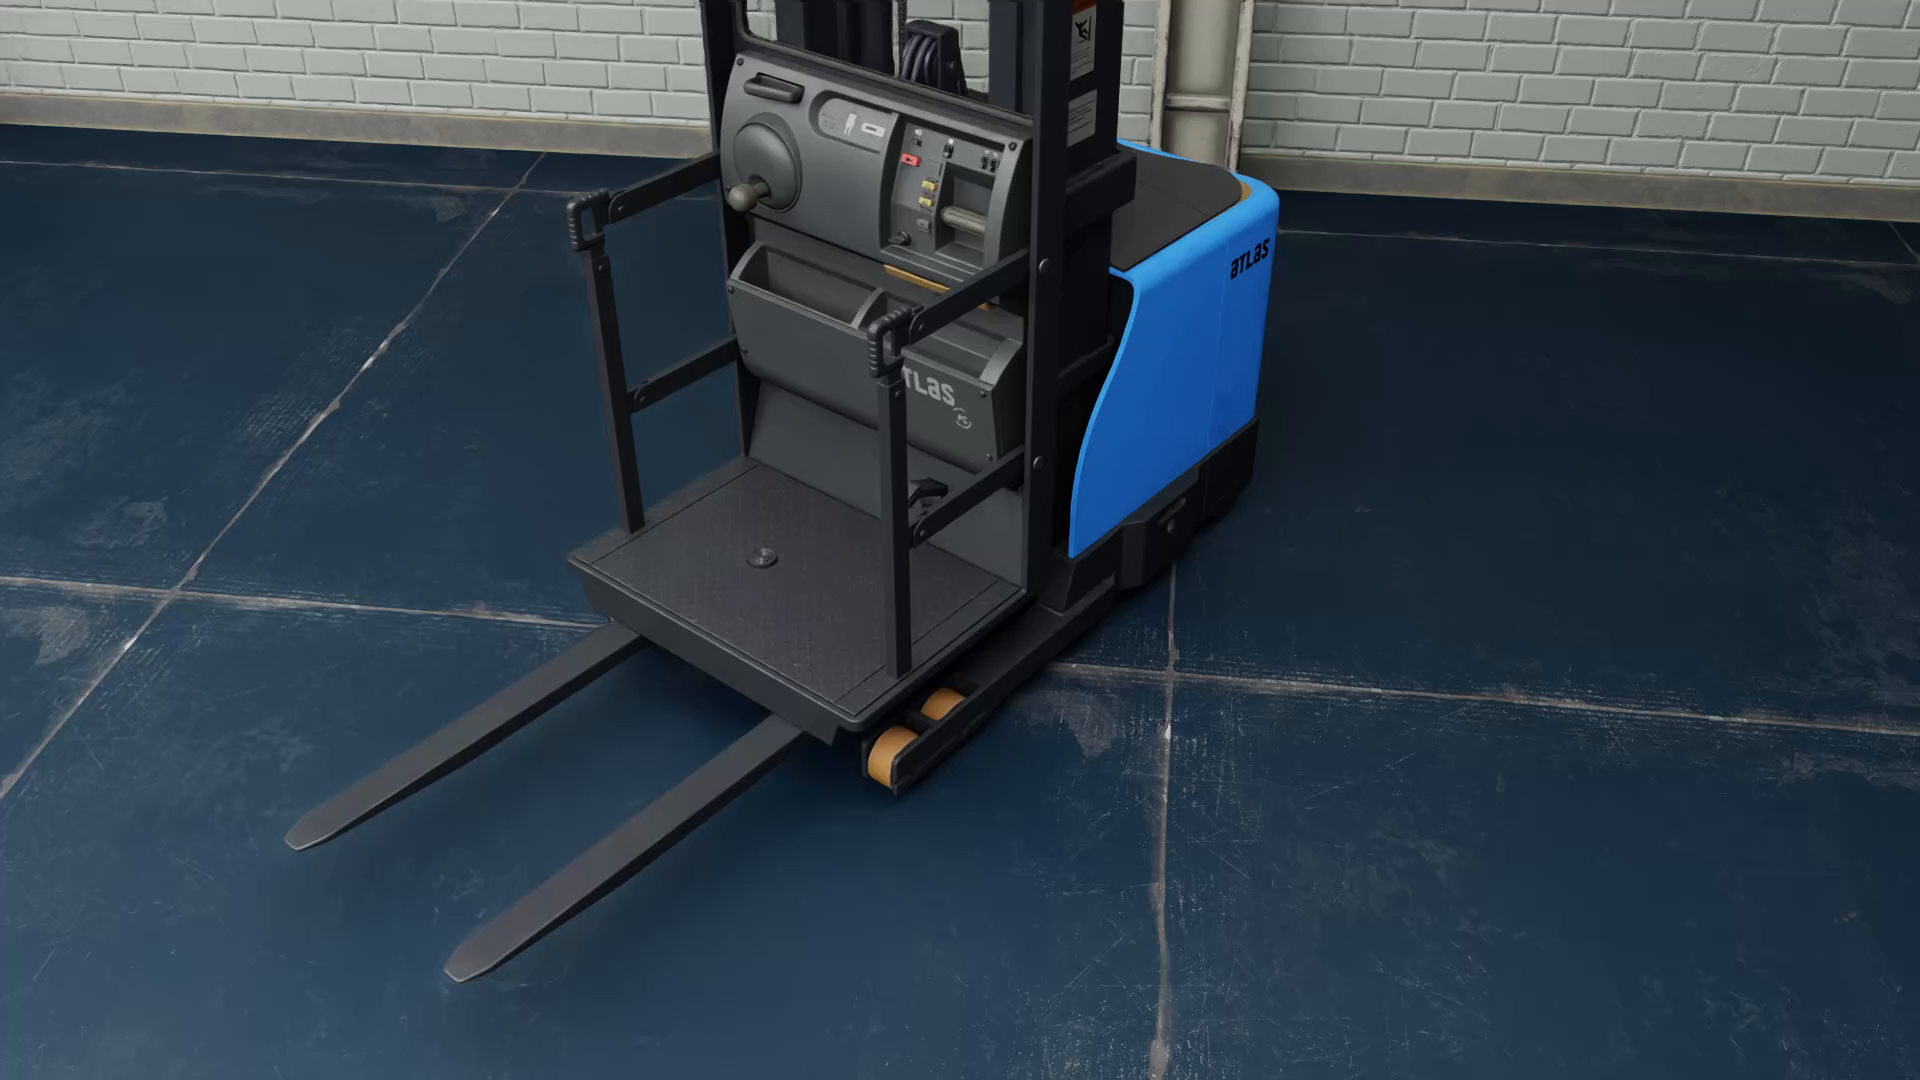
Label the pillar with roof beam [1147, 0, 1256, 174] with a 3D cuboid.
[{"bbox_3d":[0.471,-2.714,1.306,0.400,9.000,9.100,4,36,6],"label":"pillar with roof beam"}]

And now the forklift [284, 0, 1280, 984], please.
[{"bbox_3d":[-0.368,-0.870,3.946,1.130,2.935,3.031,25,43,31],"label":"forklift"}]
